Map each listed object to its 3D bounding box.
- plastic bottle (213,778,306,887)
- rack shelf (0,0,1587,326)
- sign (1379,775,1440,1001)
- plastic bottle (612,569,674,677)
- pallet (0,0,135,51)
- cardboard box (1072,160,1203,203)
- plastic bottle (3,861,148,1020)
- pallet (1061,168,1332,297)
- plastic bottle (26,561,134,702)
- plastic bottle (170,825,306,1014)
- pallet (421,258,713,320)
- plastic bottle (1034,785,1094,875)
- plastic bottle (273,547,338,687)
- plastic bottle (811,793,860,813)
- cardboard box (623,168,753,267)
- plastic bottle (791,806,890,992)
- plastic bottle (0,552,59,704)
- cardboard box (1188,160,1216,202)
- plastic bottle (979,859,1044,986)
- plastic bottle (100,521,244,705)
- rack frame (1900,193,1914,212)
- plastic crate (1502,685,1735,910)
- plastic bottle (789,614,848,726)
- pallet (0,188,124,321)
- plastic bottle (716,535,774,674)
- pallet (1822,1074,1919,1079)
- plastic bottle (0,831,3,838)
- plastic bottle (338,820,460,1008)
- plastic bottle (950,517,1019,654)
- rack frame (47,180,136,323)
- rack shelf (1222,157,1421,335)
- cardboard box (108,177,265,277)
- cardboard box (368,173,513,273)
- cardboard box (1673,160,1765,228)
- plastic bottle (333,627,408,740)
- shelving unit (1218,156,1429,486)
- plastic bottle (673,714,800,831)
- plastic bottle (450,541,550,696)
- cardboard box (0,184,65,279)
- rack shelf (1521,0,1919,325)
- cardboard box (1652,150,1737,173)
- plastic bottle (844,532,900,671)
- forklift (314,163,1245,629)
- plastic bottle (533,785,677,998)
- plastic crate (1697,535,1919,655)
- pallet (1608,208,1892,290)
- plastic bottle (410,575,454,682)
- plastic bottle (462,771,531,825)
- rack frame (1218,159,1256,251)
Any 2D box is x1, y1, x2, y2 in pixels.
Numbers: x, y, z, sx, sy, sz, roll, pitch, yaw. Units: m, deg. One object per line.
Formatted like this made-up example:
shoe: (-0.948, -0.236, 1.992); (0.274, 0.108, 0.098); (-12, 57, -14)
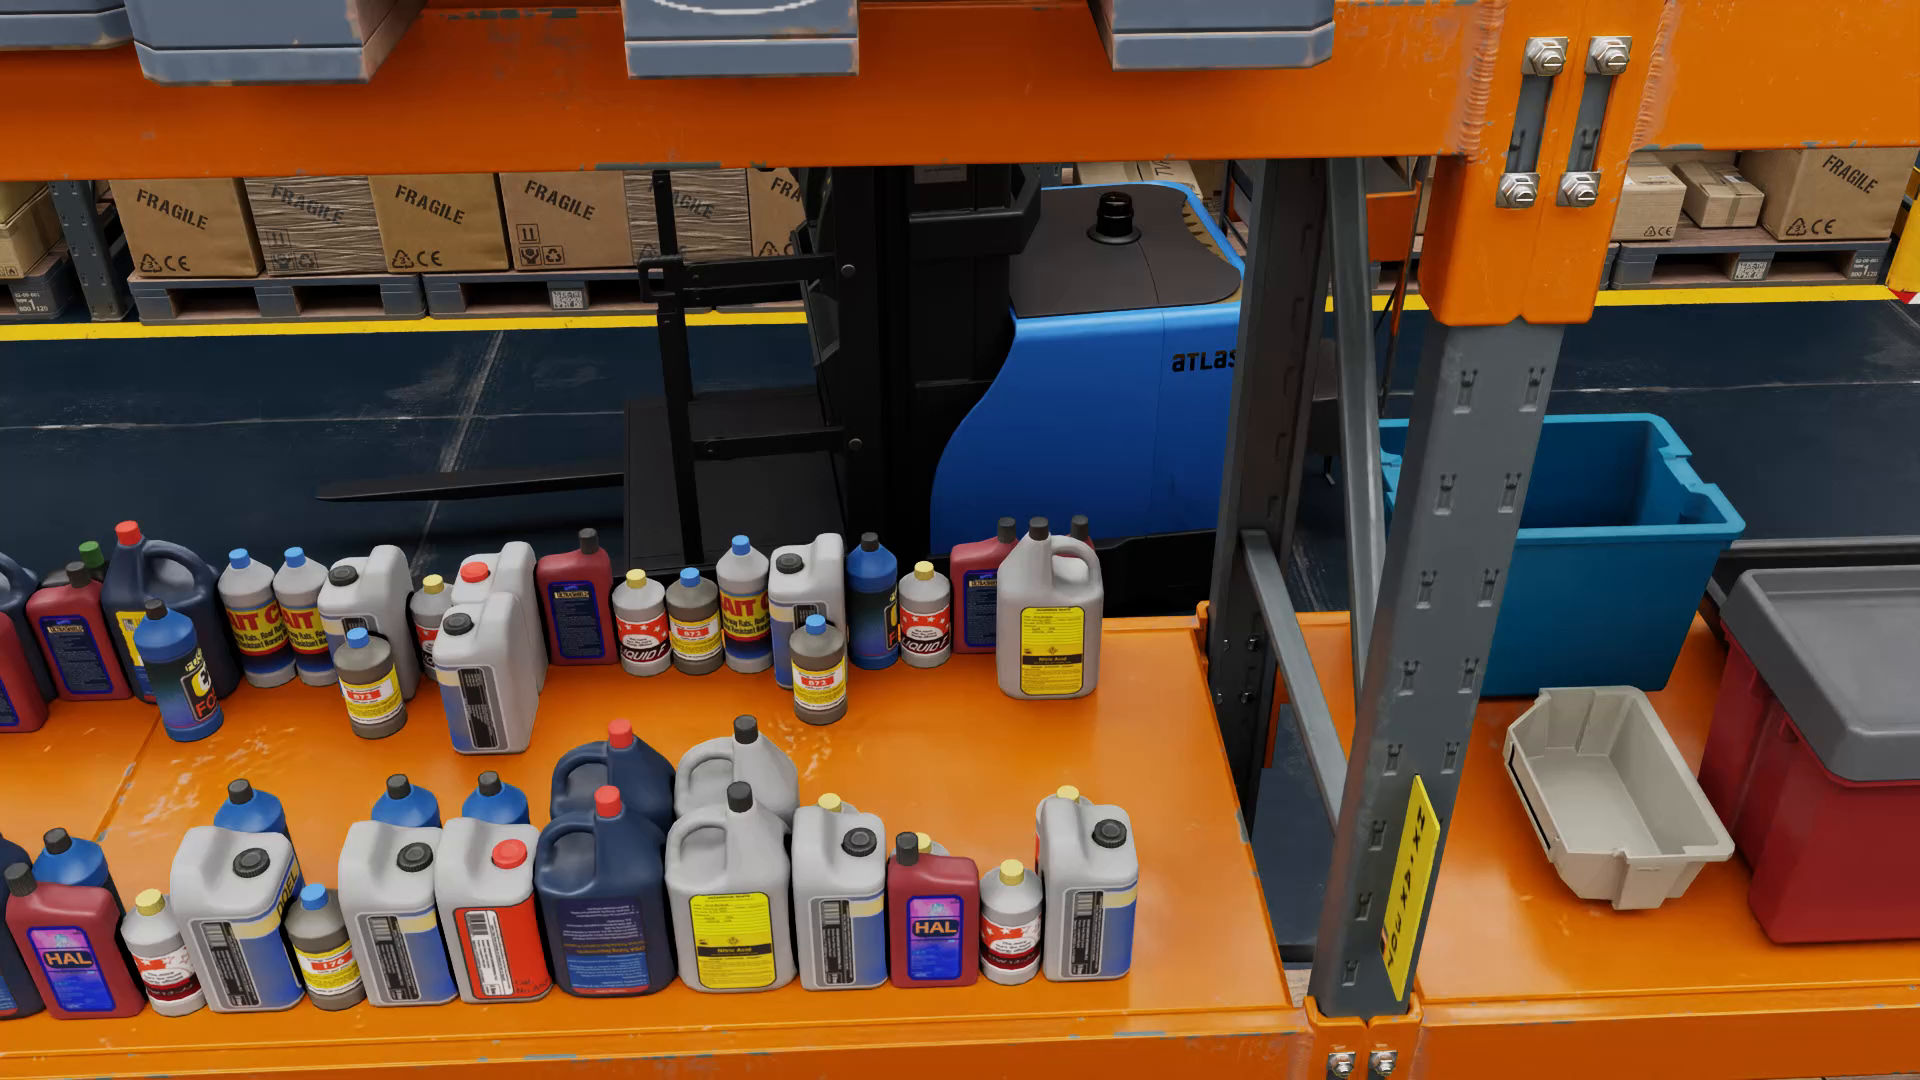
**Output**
plastic bottle: (-1.069, 0.475, 2.540); (0.097, 0.271, 0.097); (0, 35, 0)
rack shelf: (-1.429, -0.619, 2.004); (4.000, 0.370, 1.077); (-2, 35, -2)
sign: (0.593, 0.464, 2.200); (0.005, 0.325, 0.100); (-2, 35, -2)
plastic bottle: (-0.589, 0.145, 3.078); (0.097, 0.201, 0.097); (0, 35, 0)
pallet: (-1.343, -0.782, 1.774); (1.213, 0.211, 1.003); (-2, 35, -2)
cardboard box: (0.767, -1.514, 7.278); (0.500, 0.311, 0.500); (-2, 35, -2)
plastic bottle: (-1.274, 0.573, 2.389); (0.133, 0.283, 0.061); (-2, 35, -2)
pallet: (1.024, -1.422, 7.619); (1.213, 0.211, 1.003); (-2, 35, -2)
plastic bottle: (-1.581, 0.163, 2.981); (0.133, 0.283, 0.061); (-2, 35, -2)
plastic bottle: (-1.045, 0.544, 2.437); (0.135, 0.276, 0.152); (-2, 35, -2)
pallet: (-1.695, -1.326, 7.480); (1.213, 0.211, 1.003); (-2, 35, -2)
plastic bottle: (0.166, 0.471, 2.608); (0.097, 0.201, 0.097); (0, 35, 0)
plastic bottle: (-1.186, 0.133, 3.035); (0.097, 0.271, 0.097); (0, 35, 0)
plastic bottle: (-0.199, 0.481, 2.594); (0.097, 0.201, 0.097); (0, 35, 0)
cardboard box: (-1.137, -1.506, 7.100); (0.500, 0.500, 0.500); (-1, 35, -2)
plastic bottle: (-0.175, 0.520, 2.471); (0.135, 0.276, 0.152); (-2, 35, -2)
plastic bottle: (-1.741, 0.128, 2.972); (0.185, 0.351, 0.144); (-2, 35, -2)
cardboard box: (0.893, -1.880, 7.641); (0.500, 0.500, 0.500); (-2, 35, -2)
plastic bottle: (0.076, 0.560, 2.480); (0.097, 0.201, 0.097); (0, 35, 0)
plastic bottle: (-1.423, 0.120, 2.984); (0.185, 0.351, 0.144); (-2, 35, -2)
rack frame: (4.333, -2.658, 6.955); (0.127, 3.000, 1.000); (-2, 35, -2)
plastic crate: (1.040, 0.418, 2.690); (0.243, 0.136, 0.396); (-2, 35, -2)
plastic bottle: (-0.253, 0.223, 2.966); (0.097, 0.201, 0.097); (0, 35, 0)
pallet: (-4.482, -1.296, 7.437); (1.213, 0.211, 1.003); (-2, 35, -2)
plastic bottle: (-0.395, 0.111, 3.066); (0.097, 0.271, 0.097); (0, 35, 0)
pallet: (2.523, 1.335, 3.635); (1.213, 0.211, 1.003); (-2, 35, -2)
plastic bottle: (-1.576, 0.443, 2.517); (0.185, 0.351, 0.144); (-2, 35, -2)
plastic bottle: (-0.813, 0.538, 2.446); (0.135, 0.276, 0.152); (-2, 35, -2)
plastic bottle: (0.049, 0.084, 3.095); (0.133, 0.283, 0.061); (-2, 35, -2)
rack frame: (-3.658, -2.443, 6.644); (0.127, 3.000, 1.000); (-2, 35, -2)
rack shelf: (1.129, -0.963, 5.321); (0.480, 0.518, 0.431); (-5, 35, -8)
cardboard box: (-3.190, -1.446, 7.013); (0.500, 0.500, 0.500); (0, 35, 0)
cardboard box: (-2.166, -1.474, 7.053); (0.500, 0.500, 0.500); (-2, 35, -3)
cardboard box: (3.393, -1.560, 7.471); (0.250, 0.166, 0.380); (-2, 35, -2)
plastic bottle: (-1.044, 0.244, 2.936); (0.097, 0.201, 0.097); (0, 35, 0)
shelving unit: (1.129, -0.975, 5.313); (0.503, 2.100, 0.431); (-5, 35, -8)
plastic bottle: (-0.341, 0.414, 2.559); (0.185, 0.351, 0.144); (-2, 35, -2)
plastic bottle: (-0.837, 0.137, 3.025); (0.135, 0.276, 0.152); (-2, 35, -2)
cardboard box: (-4.172, -1.332, 7.086); (0.500, 0.250, 0.500); (-1, 35, -1)
rack shelf: (2.566, -0.726, 2.160); (4.000, 0.370, 1.077); (-2, 35, -2)
cardboard box: (3.277, -1.842, 7.805); (0.500, 0.250, 0.500); (-2, 35, -2)
plastic bottle: (-0.163, 0.105, 3.075); (0.097, 0.271, 0.097); (0, 35, 0)
forklift: (-0.621, -1.147, 4.832); (3.031, 2.935, 1.130); (-5, 35, -8)
plastic bottle: (-0.519, 0.501, 2.433); (0.185, 0.351, 0.144); (-2, 35, -2)
plastic crate: (1.674, 0.171, 3.056); (0.590, 0.125, 0.437); (-2, 35, -2)
pallet: (3.461, -1.487, 7.714); (1.213, 0.211, 1.003); (-2, 35, -2)
plastic bottle: (-0.954, 0.155, 3.064); (0.097, 0.201, 0.097); (0, 35, 0)
plastic bottle: (-0.703, 0.466, 2.555); (0.097, 0.271, 0.097); (0, 35, 0)
rack frame: (0.889, -0.952, 5.280); (0.015, 2.100, 0.400); (-5, 35, -8)
